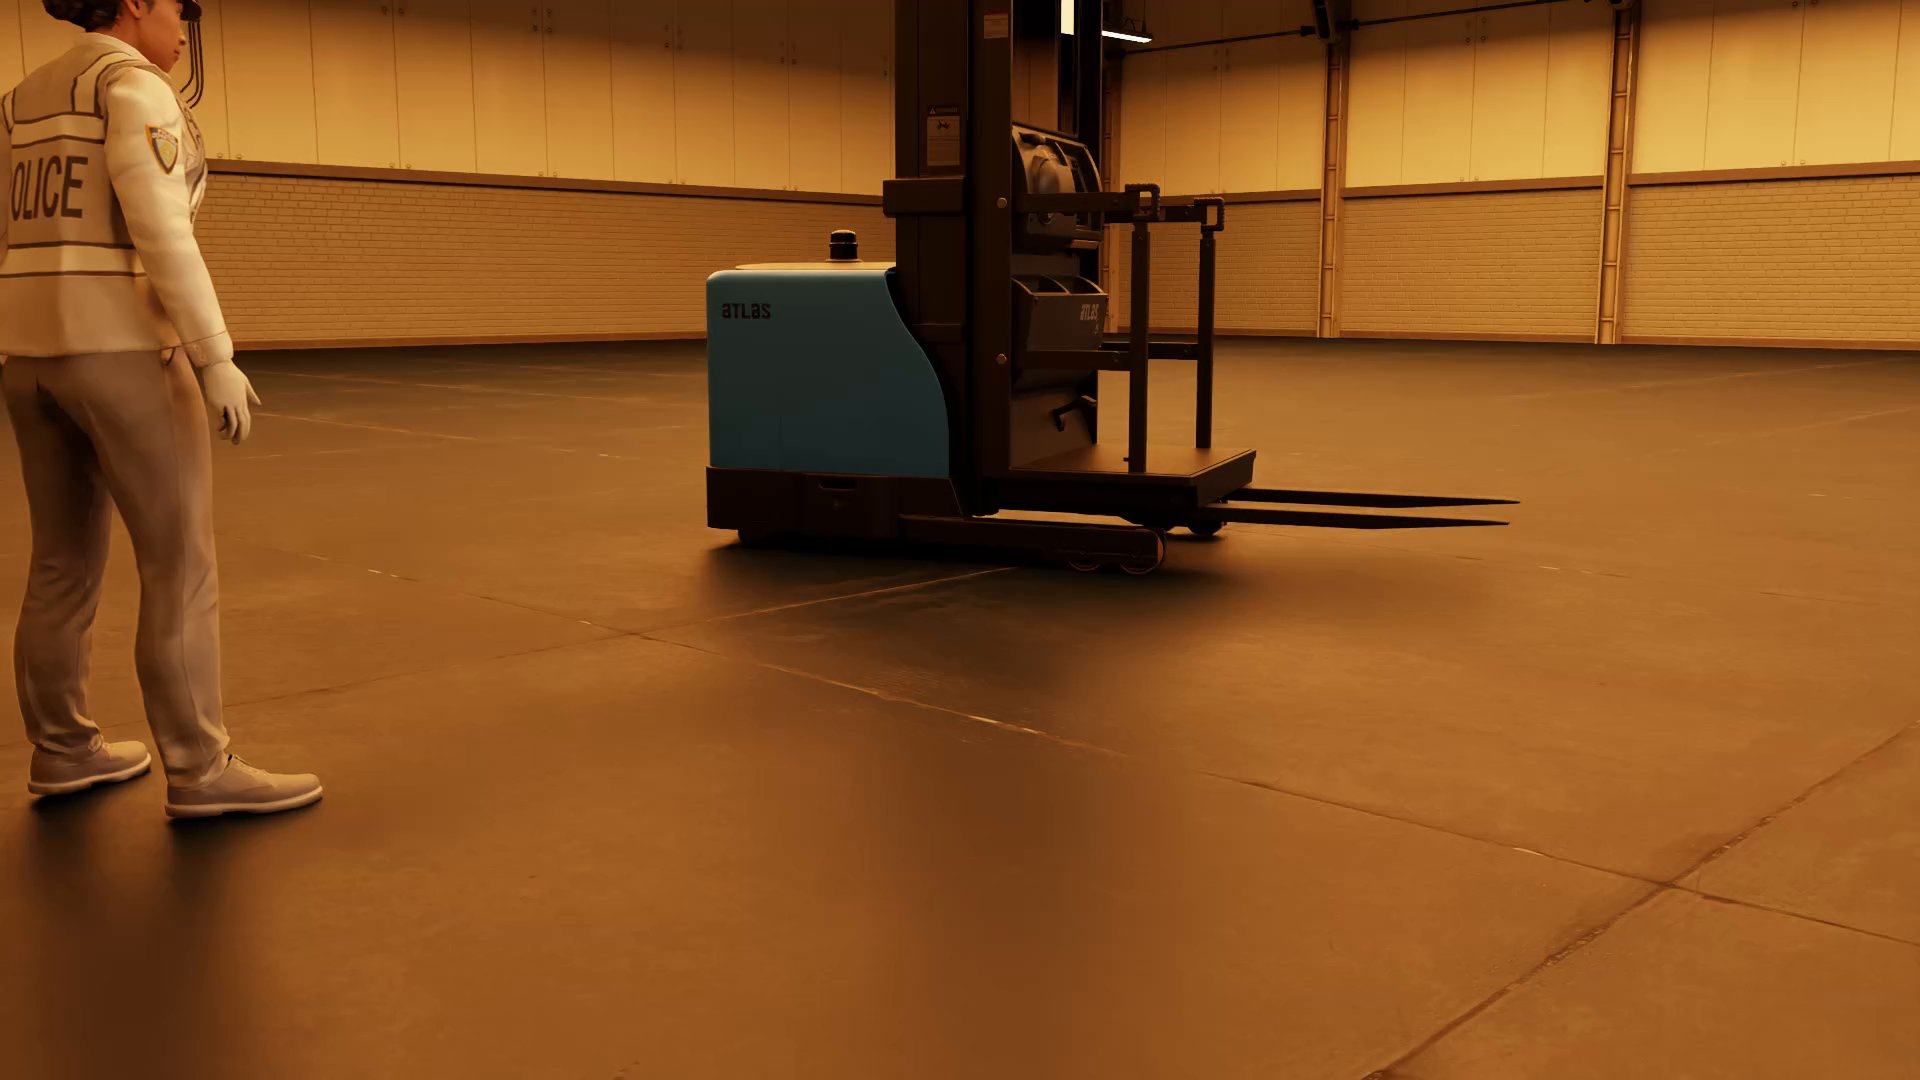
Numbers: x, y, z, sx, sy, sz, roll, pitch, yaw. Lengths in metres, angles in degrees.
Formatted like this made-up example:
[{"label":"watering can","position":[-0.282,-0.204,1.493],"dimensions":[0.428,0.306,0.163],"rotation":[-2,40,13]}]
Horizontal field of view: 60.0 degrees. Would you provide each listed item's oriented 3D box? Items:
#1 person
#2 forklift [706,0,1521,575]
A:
[{"label":"person","position":[-1.583,-0.301,3.142],"dimensions":[0.633,1.670,0.417],"rotation":[5,10,29]},{"label":"forklift","position":[0.565,-1.416,6.275],"dimensions":[3.031,2.935,1.130],"rotation":[3,9,22]}]
